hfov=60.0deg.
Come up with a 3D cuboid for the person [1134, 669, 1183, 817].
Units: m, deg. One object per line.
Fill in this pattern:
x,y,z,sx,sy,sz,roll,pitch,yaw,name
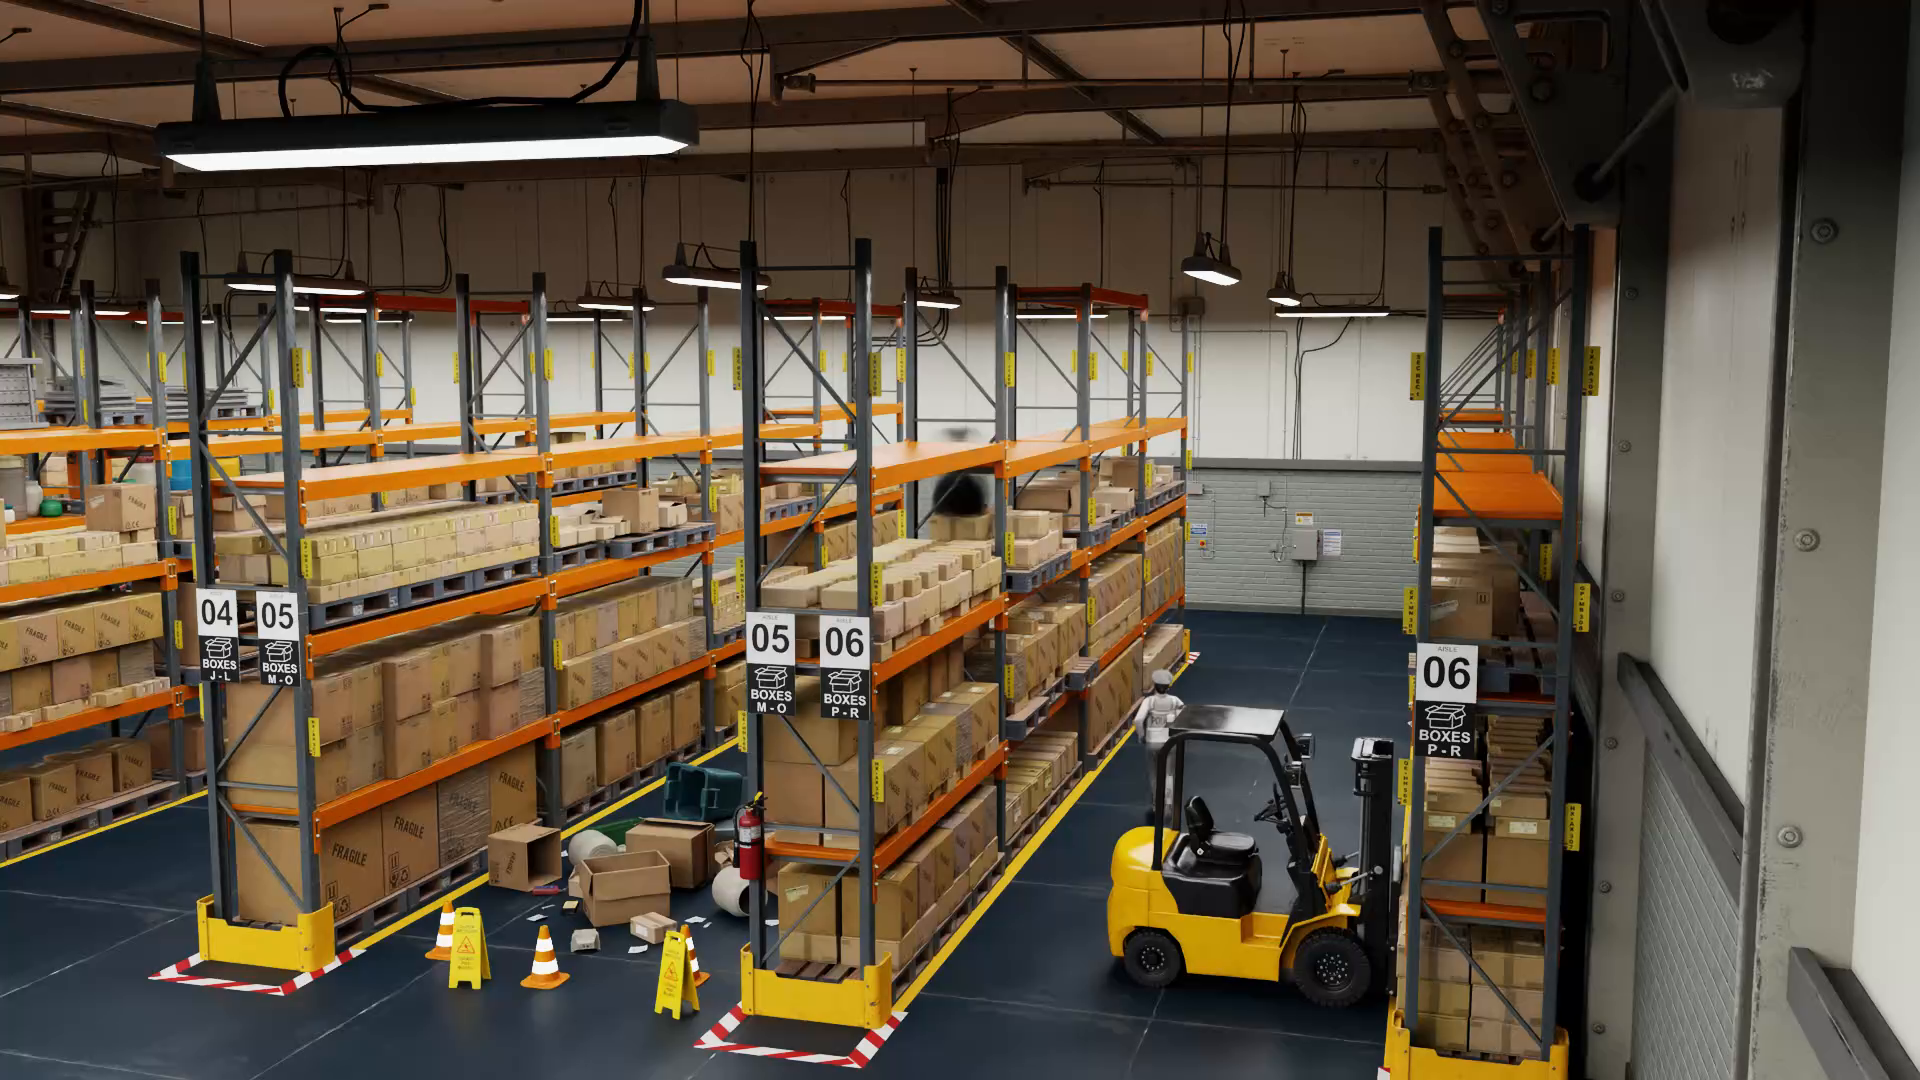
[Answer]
2.221,2.276,18.382,0.621,1.693,0.900,0,6,2,person
